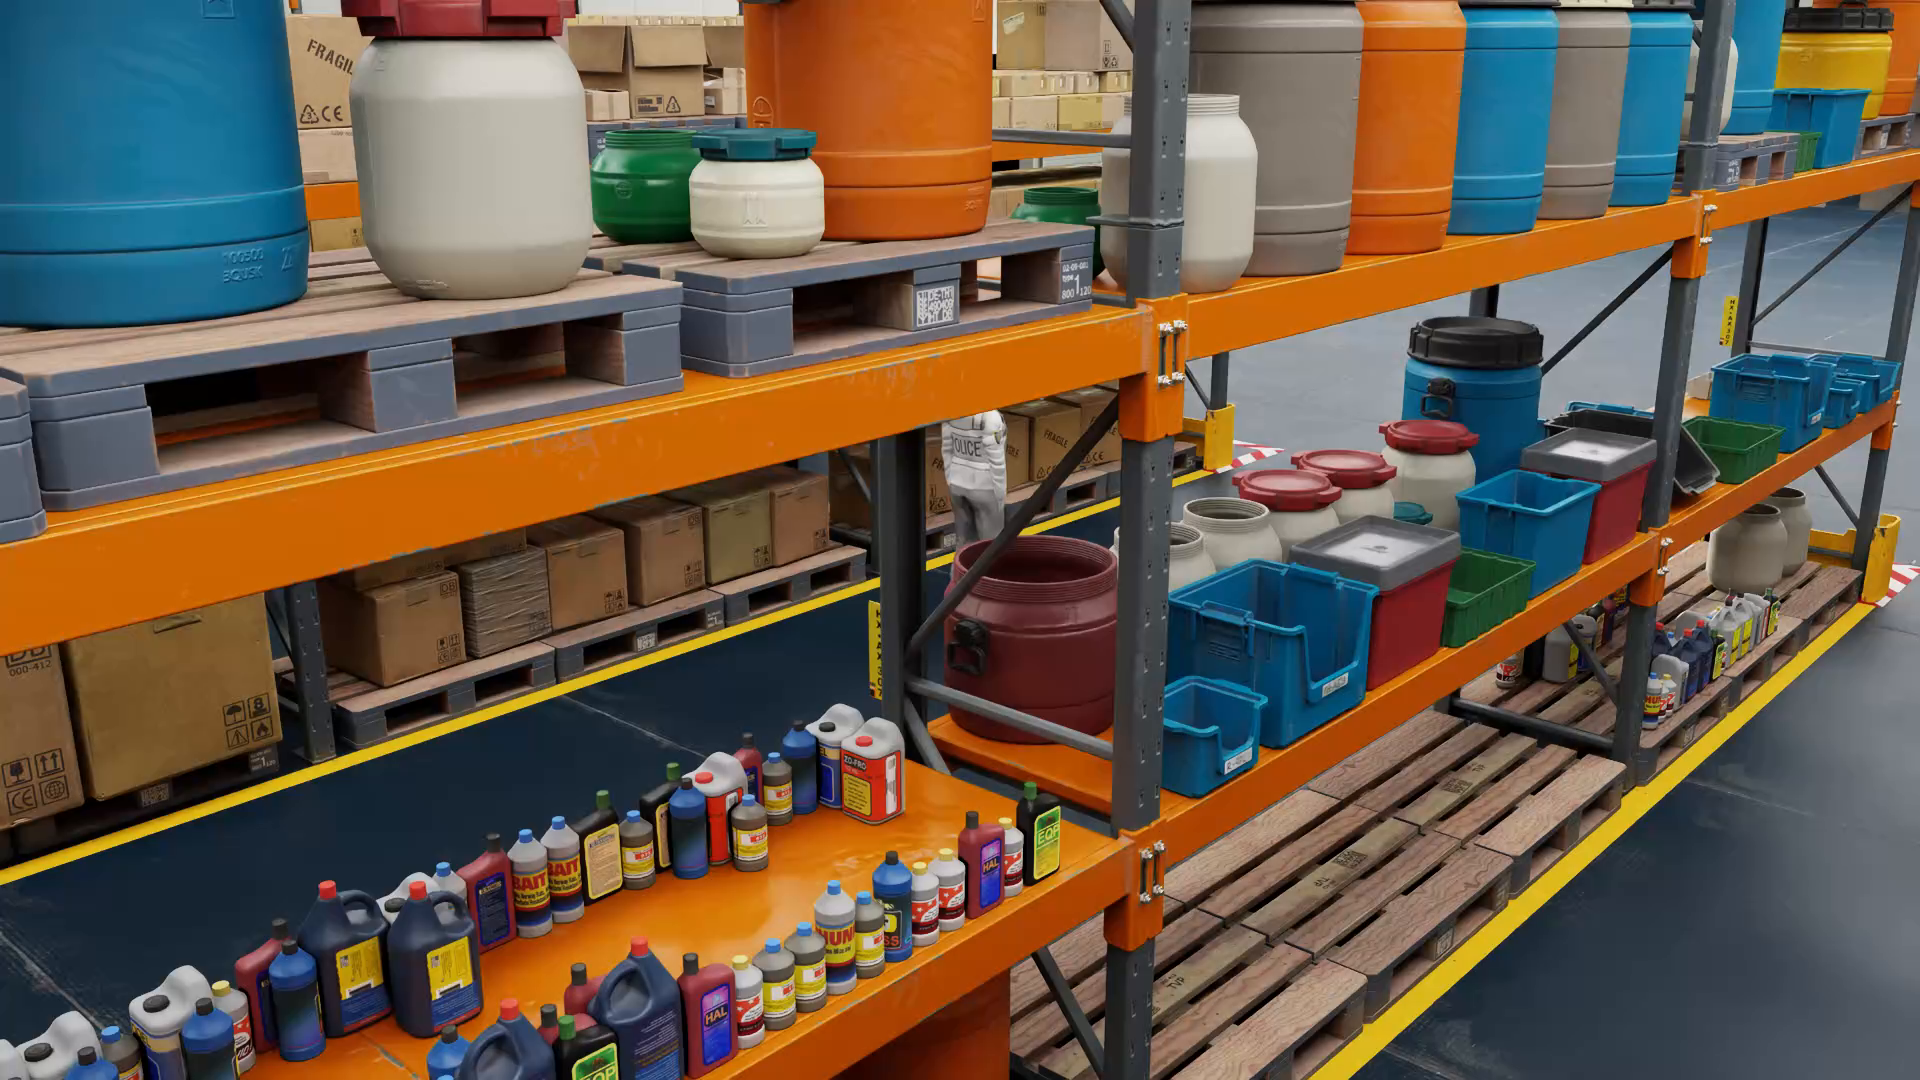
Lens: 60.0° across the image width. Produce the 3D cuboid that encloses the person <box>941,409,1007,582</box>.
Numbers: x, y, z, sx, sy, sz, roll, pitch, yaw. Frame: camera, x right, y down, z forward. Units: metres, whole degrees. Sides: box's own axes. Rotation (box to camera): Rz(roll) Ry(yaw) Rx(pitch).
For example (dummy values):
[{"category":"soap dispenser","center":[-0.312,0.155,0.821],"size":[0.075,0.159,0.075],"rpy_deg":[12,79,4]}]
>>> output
[{"category":"person","center":[0.092,-0.271,9.982],"size":[0.469,1.729,0.345],"rpy_deg":[15,23,41]}]
